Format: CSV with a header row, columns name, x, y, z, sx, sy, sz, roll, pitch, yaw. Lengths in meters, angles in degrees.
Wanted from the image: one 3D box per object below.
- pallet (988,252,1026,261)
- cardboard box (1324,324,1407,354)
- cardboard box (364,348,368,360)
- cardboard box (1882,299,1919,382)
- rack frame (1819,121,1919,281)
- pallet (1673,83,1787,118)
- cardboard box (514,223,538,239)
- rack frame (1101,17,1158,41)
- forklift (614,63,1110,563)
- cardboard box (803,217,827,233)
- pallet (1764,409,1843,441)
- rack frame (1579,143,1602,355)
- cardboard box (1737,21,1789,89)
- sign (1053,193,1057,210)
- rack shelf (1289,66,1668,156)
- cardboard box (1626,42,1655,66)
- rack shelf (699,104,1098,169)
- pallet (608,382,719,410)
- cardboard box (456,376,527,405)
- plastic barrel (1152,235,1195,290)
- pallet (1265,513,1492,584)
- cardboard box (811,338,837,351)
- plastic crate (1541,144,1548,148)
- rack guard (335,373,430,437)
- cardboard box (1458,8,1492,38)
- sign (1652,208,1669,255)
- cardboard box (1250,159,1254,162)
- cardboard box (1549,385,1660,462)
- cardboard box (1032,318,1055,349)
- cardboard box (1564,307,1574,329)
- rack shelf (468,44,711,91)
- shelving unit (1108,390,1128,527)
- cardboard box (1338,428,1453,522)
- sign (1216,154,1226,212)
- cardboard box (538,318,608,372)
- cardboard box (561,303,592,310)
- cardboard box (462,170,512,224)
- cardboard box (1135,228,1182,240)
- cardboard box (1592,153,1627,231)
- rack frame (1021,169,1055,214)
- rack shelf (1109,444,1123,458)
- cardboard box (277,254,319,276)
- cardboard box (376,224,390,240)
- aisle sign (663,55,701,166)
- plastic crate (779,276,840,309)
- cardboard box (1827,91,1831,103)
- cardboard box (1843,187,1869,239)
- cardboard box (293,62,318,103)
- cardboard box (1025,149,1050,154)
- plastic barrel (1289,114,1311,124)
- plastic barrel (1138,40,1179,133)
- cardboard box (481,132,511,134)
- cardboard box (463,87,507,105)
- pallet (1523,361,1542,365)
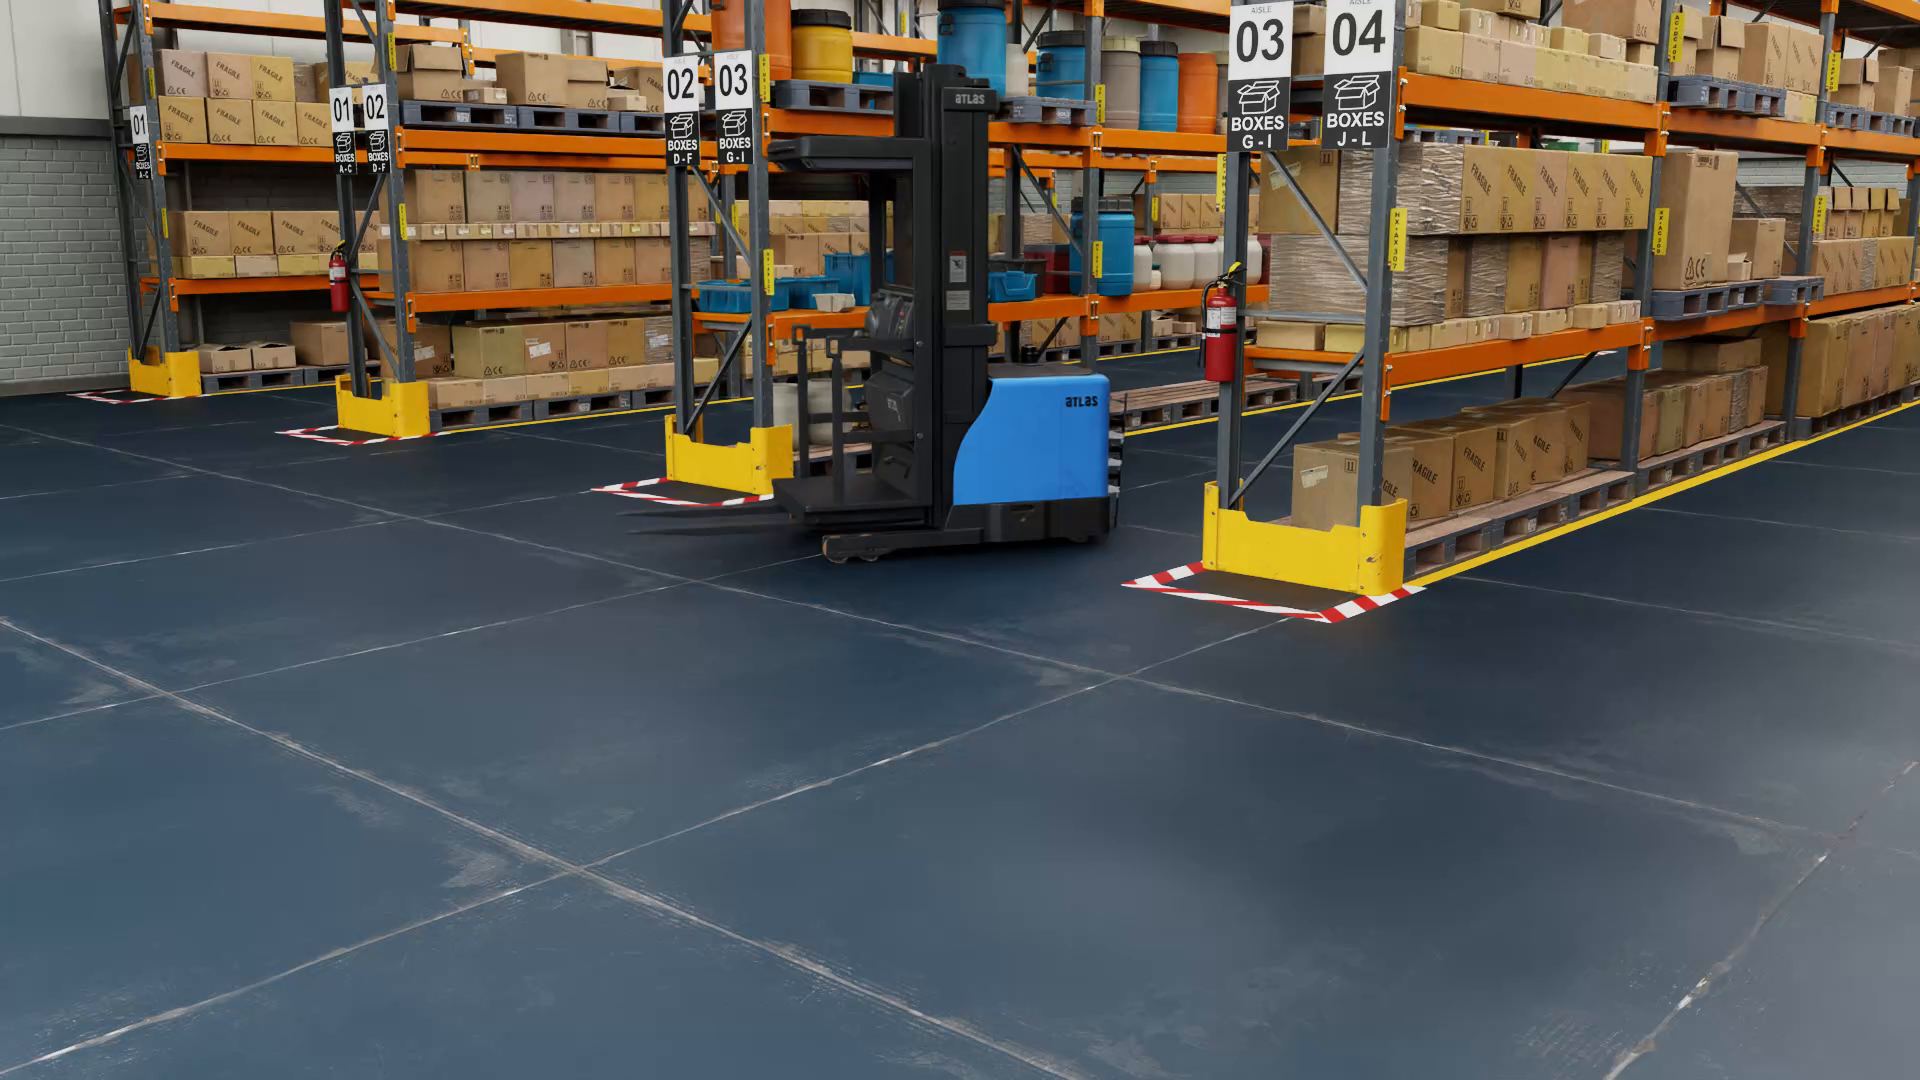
name,x,y,z,sx,sy,sz,roll,pitch,yaw
pallet,0.155,-3.719,22.163,1.213,0.211,1.003,10,15,40
cardboard box,2.285,-1.134,9.371,0.380,0.149,0.250,10,15,40
cardboard box,-7.675,-2.341,20.927,0.380,0.149,0.250,8,14,36
cardboard box,10.335,-2.262,18.732,0.875,0.875,0.875,10,15,40
rack frame,9.840,-3.011,18.130,1.000,3.000,0.127,10,15,40
pallet,5.728,-3.443,13.114,1.213,0.211,1.003,10,15,40
cardboard box,-4.420,-3.076,16.544,0.380,0.149,0.250,9,14,38
rack frame,2.401,-7.235,23.958,1.000,3.000,0.127,10,15,40
forklift,-0.622,-1.414,10.308,3.031,2.935,1.130,-3,12,-17
cardboard box,-2.431,-4.814,26.087,0.500,0.500,0.500,10,15,42
pallet,7.776,-1.162,15.989,1.003,0.211,1.213,10,15,40
rack frame,8.759,-4.240,24.283,1.000,3.000,0.127,10,15,40
cardboard box,6.403,-3.938,13.578,0.500,0.500,0.500,10,15,41
sign,1.716,-6.133,30.198,0.100,0.325,0.005,10,15,40
rack shelf,3.238,-2.658,10.541,1.077,0.370,4.000,10,15,40
cardboard box,4.561,-3.342,11.493,0.380,0.149,0.250,10,15,42
rack shelf,-0.482,-3.299,13.747,1.077,0.370,4.000,10,15,40
pallet,-3.437,-1.637,18.367,1.003,0.211,1.213,10,15,40
cardboard box,-4.672,-1.509,16.556,0.500,0.250,0.500,10,15,40
plastic barrel,2.119,-2.762,16.533,0.433,0.535,0.433,0,11,0
pallet,2.531,-0.005,10.195,1.003,0.211,1.213,10,15,40
cardboard box,-1.745,-2.426,19.716,0.500,0.311,0.500,9,14,38
plastic crate,7.582,-5.246,22.332,0.437,0.136,0.530,10,15,40
rack guard,-5.536,-1.298,15.933,1.175,0.500,0.348,10,15,40
cardboard box,2.825,-2.959,9.575,0.380,0.149,0.250,11,15,43
sign,4.971,-2.190,11.807,0.100,0.325,0.005,10,15,40
cardboard box,4.241,-6.022,25.926,0.500,0.250,0.500,10,15,40
cardboard box,4.980,-0.912,12.877,0.700,0.500,0.500,8,14,36
cardboard box,0.952,-2.875,22.707,0.500,0.500,0.500,10,15,40
cardboard box,3.910,-1.506,11.235,0.380,0.149,0.250,10,15,40
rack shelf,-5.284,-6.443,22.852,1.077,0.370,4.000,10,15,40
shelving unit,0.932,-0.547,11.118,0.210,0.900,0.258,-1,11,-26
cardboard box,2.712,-0.408,10.406,0.500,0.500,0.500,-7,13,-33
sign,1.515,-2.043,9.521,0.100,0.325,0.005,10,15,40
cardboard box,-4.007,-2.023,17.215,0.500,0.500,0.500,10,15,40
cardboard box,-5.502,-3.366,23.250,0.500,0.250,0.500,9,15,39
cardboard box,-4.825,-3.365,16.335,0.700,0.500,0.500,9,15,39
cardboard box,2.942,-4.382,24.735,0.500,0.500,0.500,10,15,42
cardboard box,4.139,-2.344,11.222,0.500,0.500,0.500,10,15,40
rack frame,1.318,-5.521,30.696,1.000,3.000,0.127,10,15,40
rack shelf,0.936,-0.603,11.109,0.200,0.077,0.258,-1,11,-26
cardboard box,-8.011,-3.287,19.840,0.500,0.250,0.500,9,15,39
cardboard box,-5.412,-2.975,16.038,0.380,0.149,0.250,9,15,39
aisle sign,-2.073,-3.189,12.382,0.394,0.787,0.004,10,15,40
plastic crate,-1.264,-2.021,13.549,0.499,0.251,0.408,10,15,40
cardboard box,8.051,-4.386,16.028,0.500,0.500,0.500,11,16,43
cardboard box,8.564,-3.264,16.580,0.797,0.503,0.637,10,15,42
cardboard box,-8.124,-5.509,20.117,0.500,0.500,0.500,10,15,40
cardboard box,0.703,-5.444,22.397,0.910,0.500,0.500,10,15,40
plastic barrel,3.856,-5.034,18.429,0.600,0.830,0.708,10,15,40
plastic barrel,1.874,-4.487,16.579,0.600,0.901,0.708,10,15,40
cardboard box,-6.183,-5.552,21.863,0.500,0.500,0.500,-9,15,-39
cardboard box,-4.612,-4.300,16.135,0.380,0.149,0.250,10,15,40
pallet,7.380,-2.578,23.079,1.003,0.211,1.213,10,15,40
